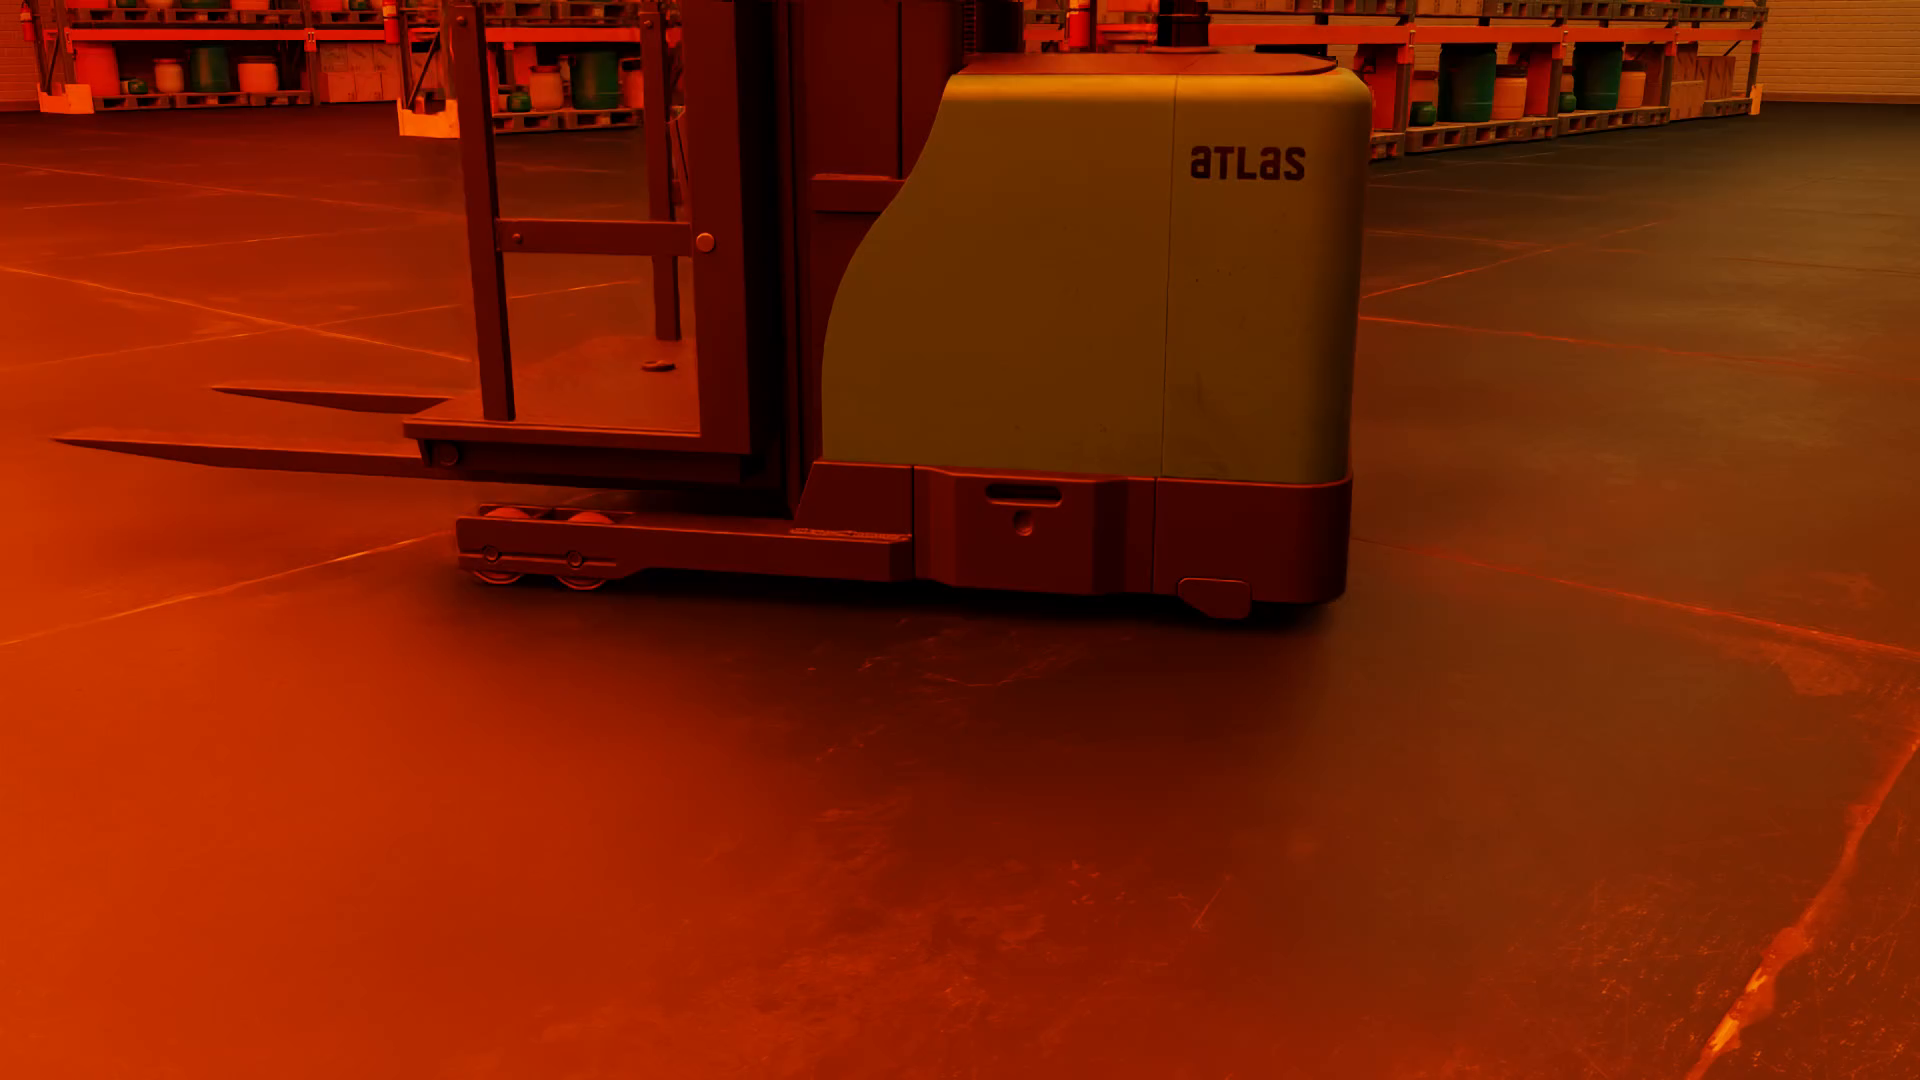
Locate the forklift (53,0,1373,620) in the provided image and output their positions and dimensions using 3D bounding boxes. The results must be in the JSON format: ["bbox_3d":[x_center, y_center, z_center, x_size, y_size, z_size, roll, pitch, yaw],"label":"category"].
[{"bbox_3d":[-0.623,-1.440,3.638,3.031,2.935,1.130,3,17,11],"label":"forklift"}]
